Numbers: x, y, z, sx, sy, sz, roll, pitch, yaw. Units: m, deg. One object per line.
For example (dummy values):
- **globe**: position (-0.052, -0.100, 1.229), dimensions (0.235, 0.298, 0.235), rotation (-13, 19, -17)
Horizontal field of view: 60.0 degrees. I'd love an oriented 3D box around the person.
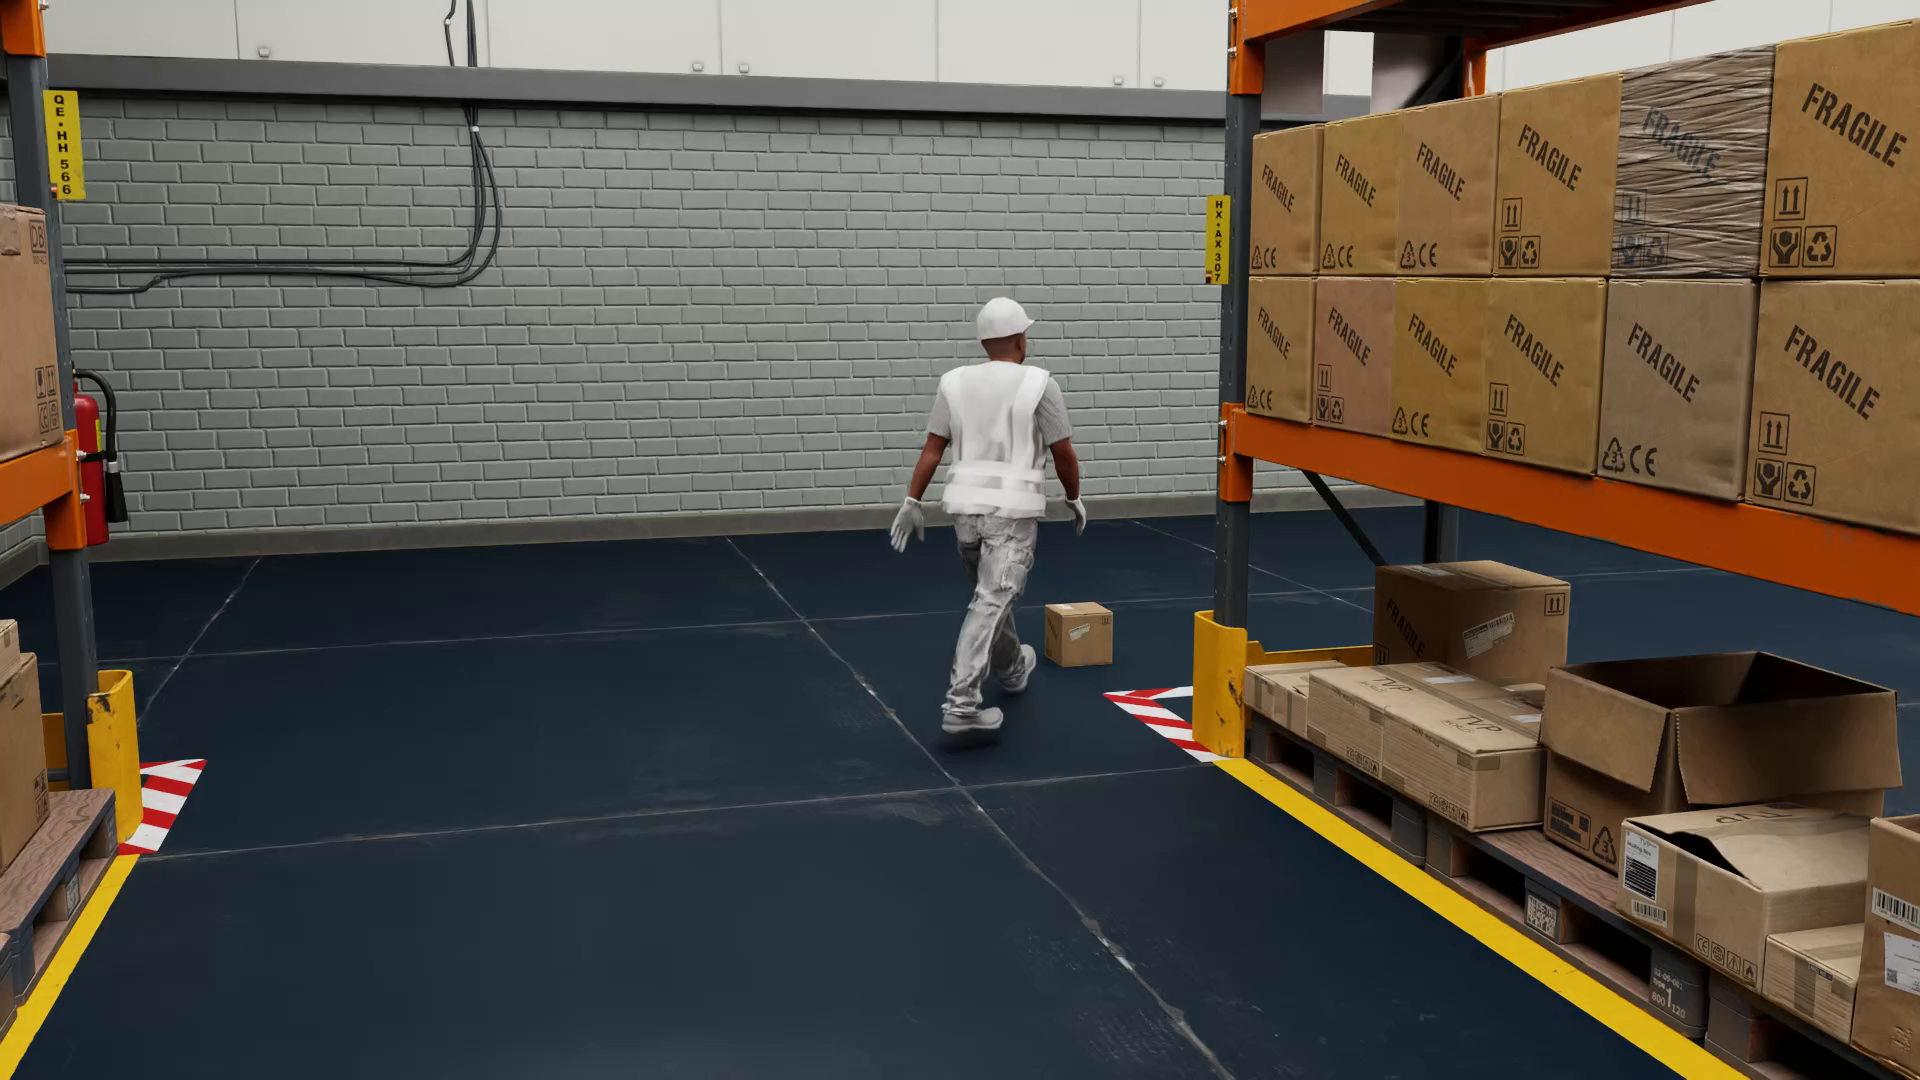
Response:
- **person**: position (0.144, -0.125, 6.771), dimensions (0.660, 1.708, 1.151), rotation (5, 10, 28)
